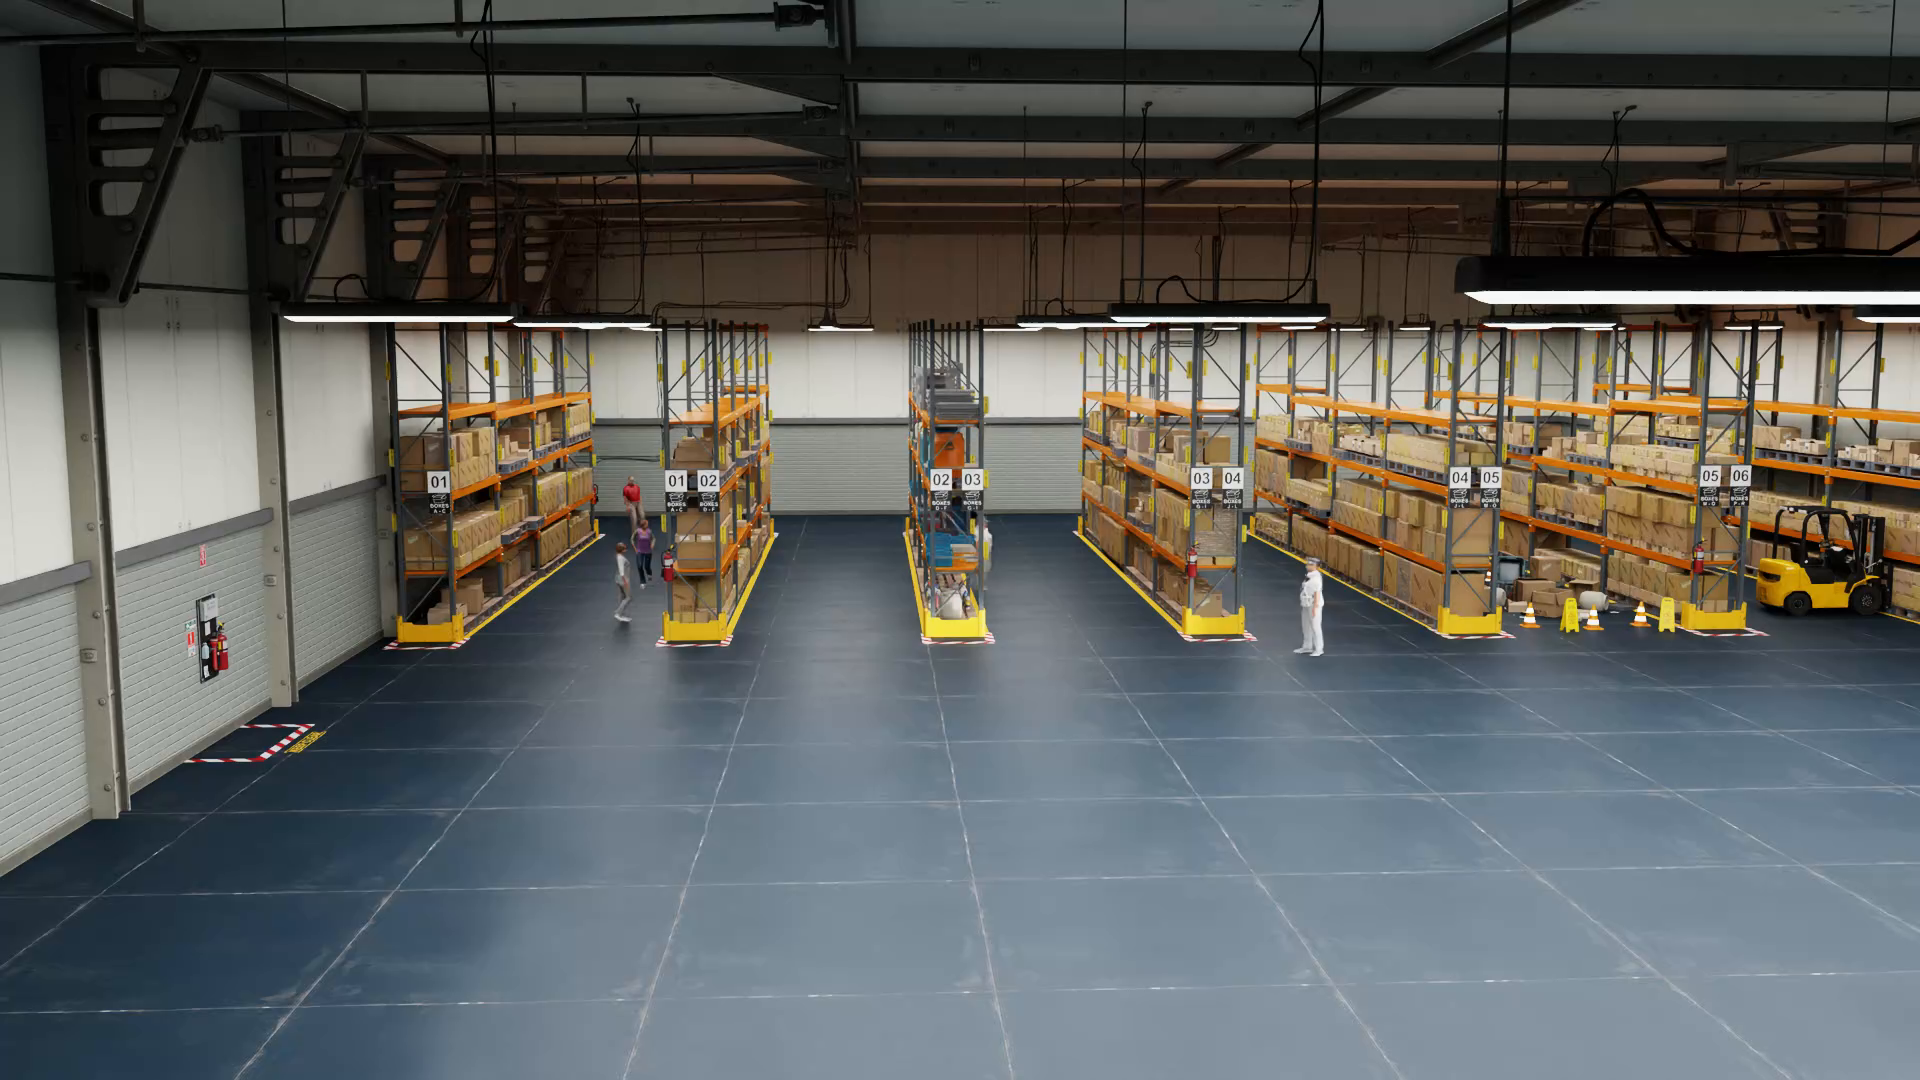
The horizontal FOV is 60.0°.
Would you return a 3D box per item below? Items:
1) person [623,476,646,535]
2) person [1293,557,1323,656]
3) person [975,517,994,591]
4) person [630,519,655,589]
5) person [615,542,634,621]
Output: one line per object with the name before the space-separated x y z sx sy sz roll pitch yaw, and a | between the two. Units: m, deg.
person | -9.246 -0.966 47.147 0.637 1.708 0.516 -6 9 -38
person | 6.265 1.179 29.732 0.466 1.764 0.630 -2 7 -18
person | 0.506 0.301 37.197 0.436 1.676 0.534 4 8 32
person | -7.209 0.295 37.825 0.541 1.587 0.648 0 7 1
person | -6.717 0.845 33.102 0.395 1.607 0.445 -4 8 -27
